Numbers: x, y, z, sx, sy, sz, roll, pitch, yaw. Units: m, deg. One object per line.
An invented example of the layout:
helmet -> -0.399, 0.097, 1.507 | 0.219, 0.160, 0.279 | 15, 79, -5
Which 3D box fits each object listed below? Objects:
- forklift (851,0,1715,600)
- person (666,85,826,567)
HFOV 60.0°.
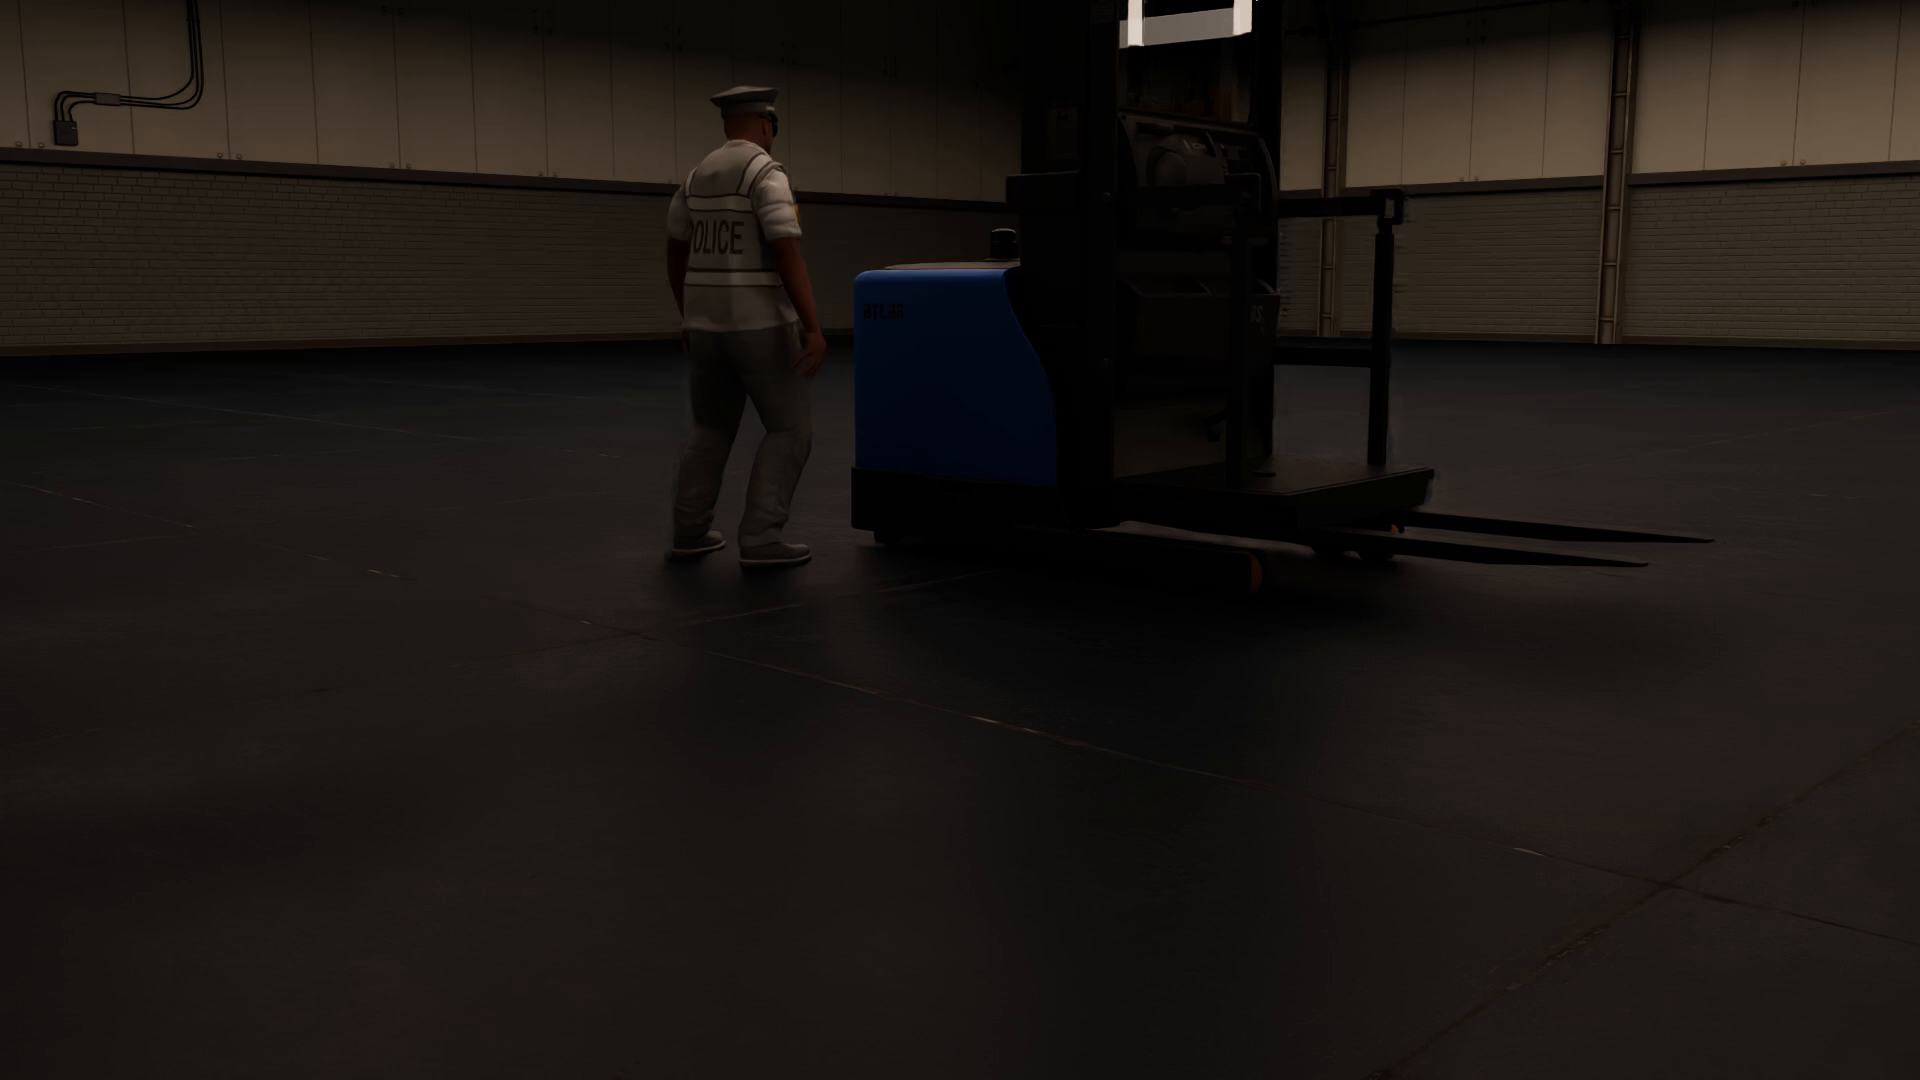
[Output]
forklift -> 1.017, -1.342, 5.786 | 3.031, 2.935, 1.130 | 7, 11, 40
person -> -0.793, -0.774, 6.060 | 0.773, 1.726, 0.381 | 7, 11, 37
